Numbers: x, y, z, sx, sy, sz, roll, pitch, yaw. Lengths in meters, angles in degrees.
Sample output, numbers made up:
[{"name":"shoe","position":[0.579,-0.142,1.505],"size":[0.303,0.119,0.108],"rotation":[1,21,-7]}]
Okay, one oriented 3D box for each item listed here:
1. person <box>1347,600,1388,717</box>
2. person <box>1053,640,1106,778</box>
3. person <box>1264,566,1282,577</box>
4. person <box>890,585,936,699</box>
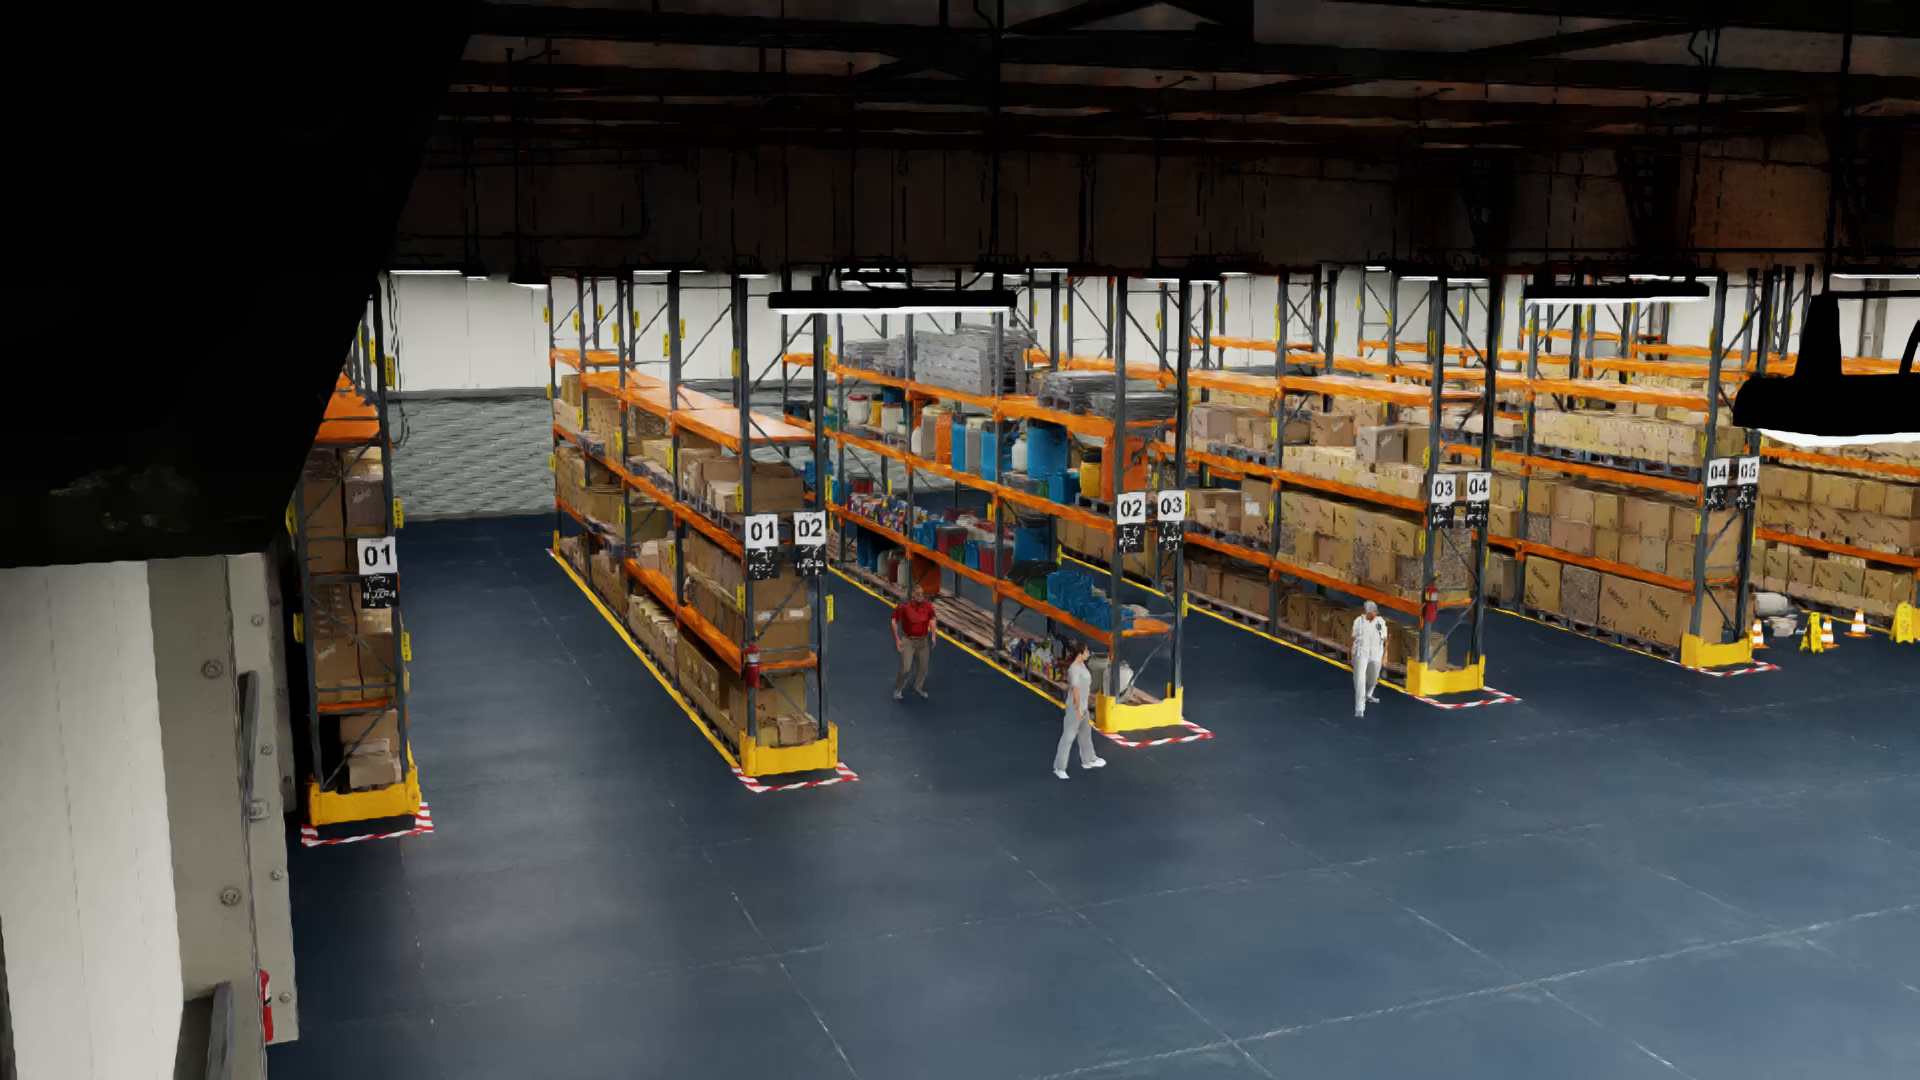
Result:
[{"name":"person","position":[5.636,1.581,22.960],"size":[0.534,1.598,0.938],"rotation":[0,10,-1]},{"name":"person","position":[1.446,2.032,20.207],"size":[0.564,1.634,0.687],"rotation":[3,10,15]},{"name":"person","position":[6.038,0.014,31.520],"size":[0.551,1.707,1.109],"rotation":[-4,11,-23]},{"name":"person","position":[-0.659,1.438,23.606],"size":[0.682,1.676,0.535],"rotation":[-4,11,-23]}]
